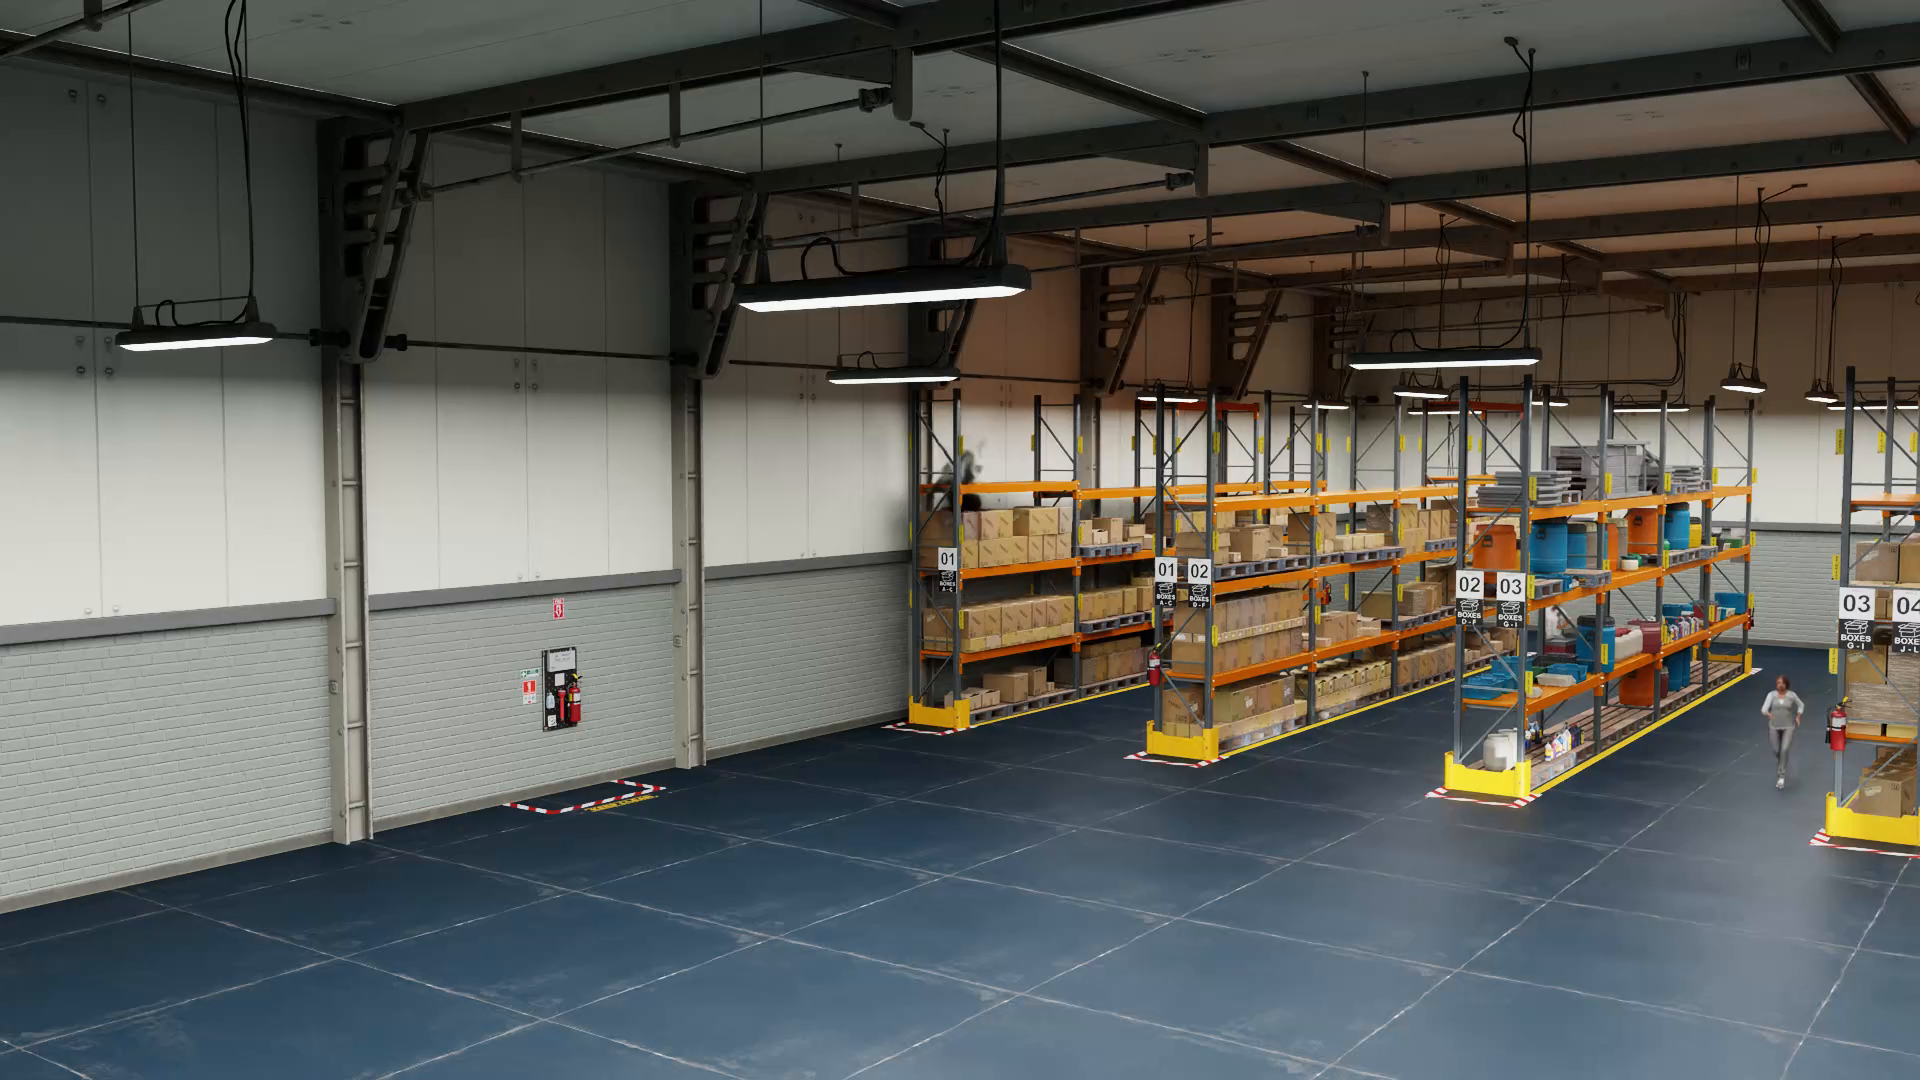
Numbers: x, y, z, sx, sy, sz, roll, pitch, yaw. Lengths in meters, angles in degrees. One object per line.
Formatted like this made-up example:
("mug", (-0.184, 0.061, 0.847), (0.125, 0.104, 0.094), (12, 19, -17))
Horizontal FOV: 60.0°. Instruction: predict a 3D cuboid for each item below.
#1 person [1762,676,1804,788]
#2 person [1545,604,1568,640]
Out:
("person", (12.144, 2.801, 24.568), (0.548, 1.607, 0.848), (2, 4, 34))
("person", (13.039, 2.097, 36.541), (0.618, 1.669, 0.899), (2, 4, 25))
